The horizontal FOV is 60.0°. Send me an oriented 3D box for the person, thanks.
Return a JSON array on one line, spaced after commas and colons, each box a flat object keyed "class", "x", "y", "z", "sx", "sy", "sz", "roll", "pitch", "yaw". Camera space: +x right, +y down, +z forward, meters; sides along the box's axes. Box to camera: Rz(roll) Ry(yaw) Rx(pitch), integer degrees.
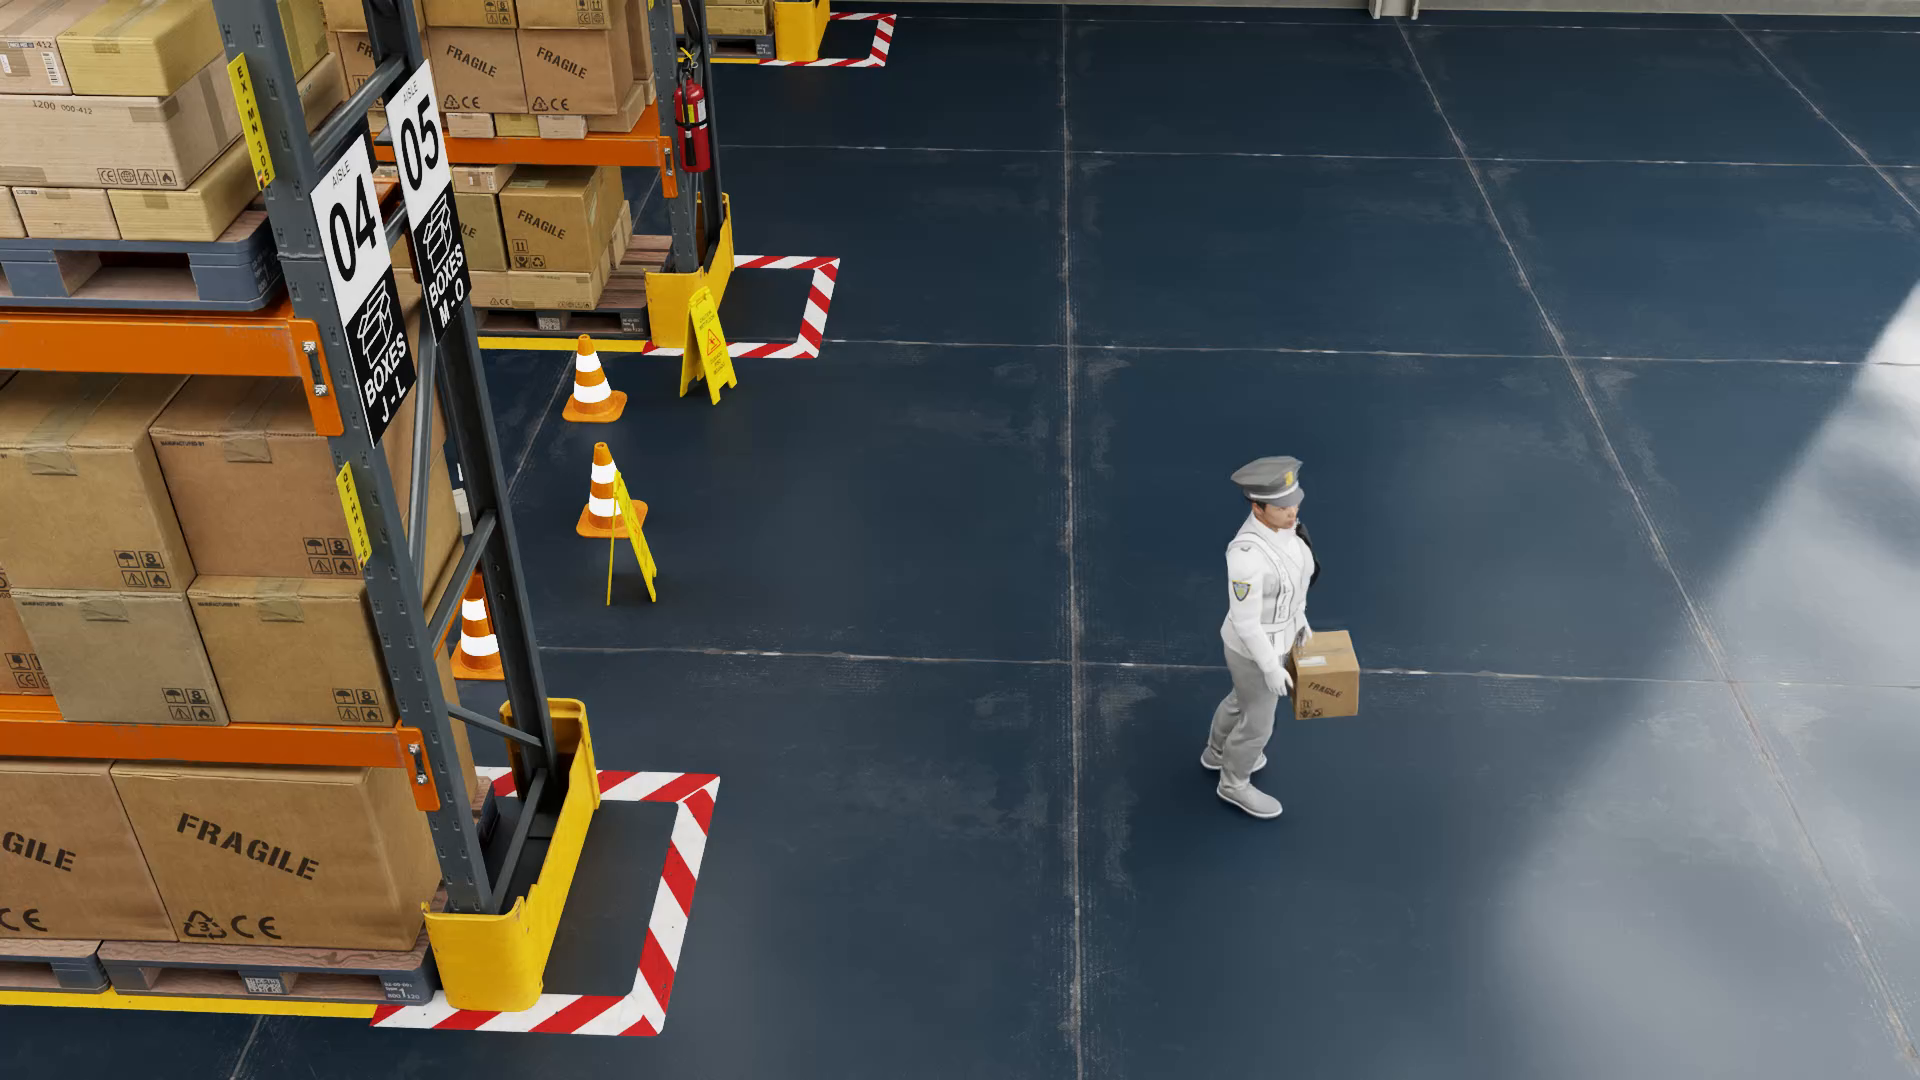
[{"class": "person", "x": 1.170, "y": 0.391, "z": 6.549, "sx": 0.412, "sy": 1.683, "sz": 0.550, "roll": 23, "pitch": 42, "yaw": 29}]
